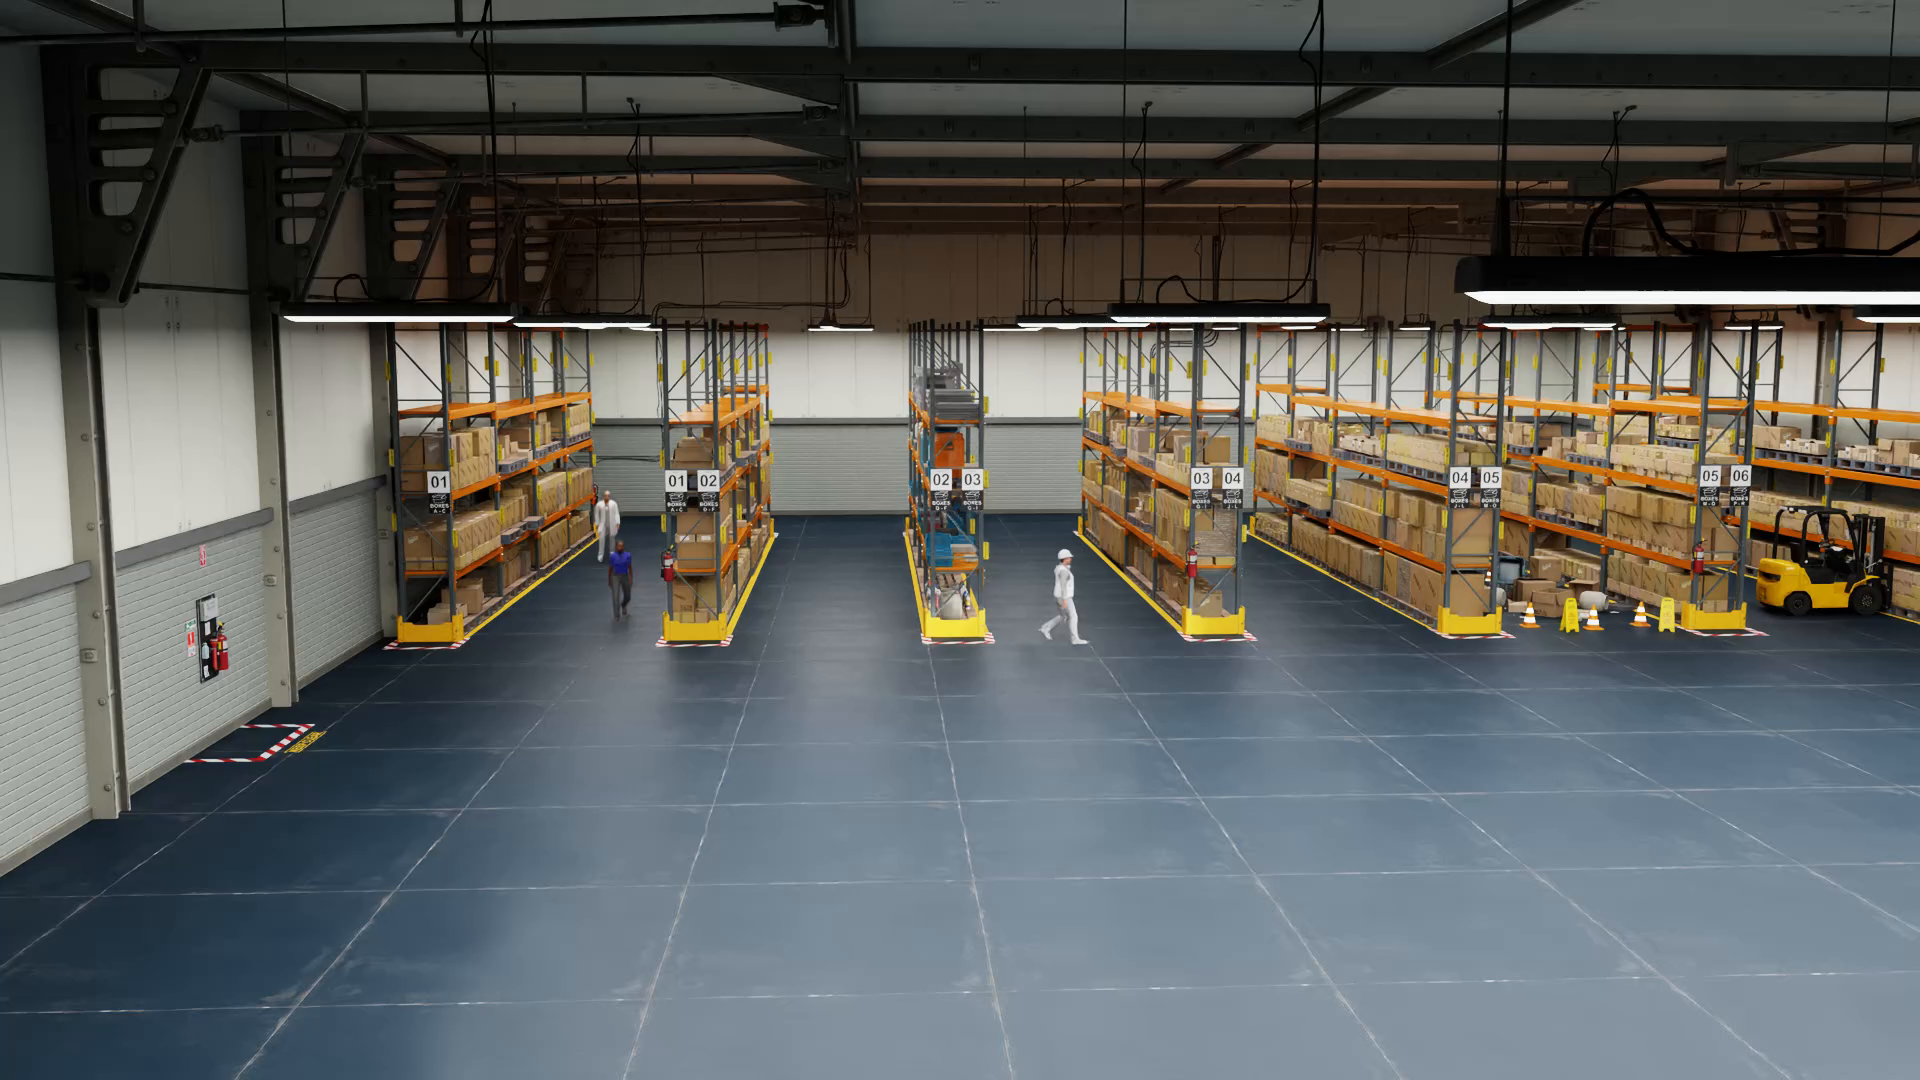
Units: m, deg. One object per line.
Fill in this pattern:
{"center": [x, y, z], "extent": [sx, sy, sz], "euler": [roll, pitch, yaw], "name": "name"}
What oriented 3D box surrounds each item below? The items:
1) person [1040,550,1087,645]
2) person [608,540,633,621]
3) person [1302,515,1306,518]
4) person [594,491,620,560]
{"center": [1.911, 1.048, 30.815], "extent": [0.850, 1.752, 0.560], "euler": [-1, 7, -7], "name": "person"}
{"center": [-6.835, 0.788, 33.475], "extent": [0.479, 1.612, 0.887], "euler": [-2, 7, -18], "name": "person"}
{"center": [10.685, -1.501, 51.302], "extent": [0.787, 1.767, 0.563], "euler": [-7, 10, -43], "name": "person"}
{"center": [-8.983, -0.388, 42.344], "extent": [0.651, 1.707, 1.143], "euler": [-1, 7, -8], "name": "person"}
